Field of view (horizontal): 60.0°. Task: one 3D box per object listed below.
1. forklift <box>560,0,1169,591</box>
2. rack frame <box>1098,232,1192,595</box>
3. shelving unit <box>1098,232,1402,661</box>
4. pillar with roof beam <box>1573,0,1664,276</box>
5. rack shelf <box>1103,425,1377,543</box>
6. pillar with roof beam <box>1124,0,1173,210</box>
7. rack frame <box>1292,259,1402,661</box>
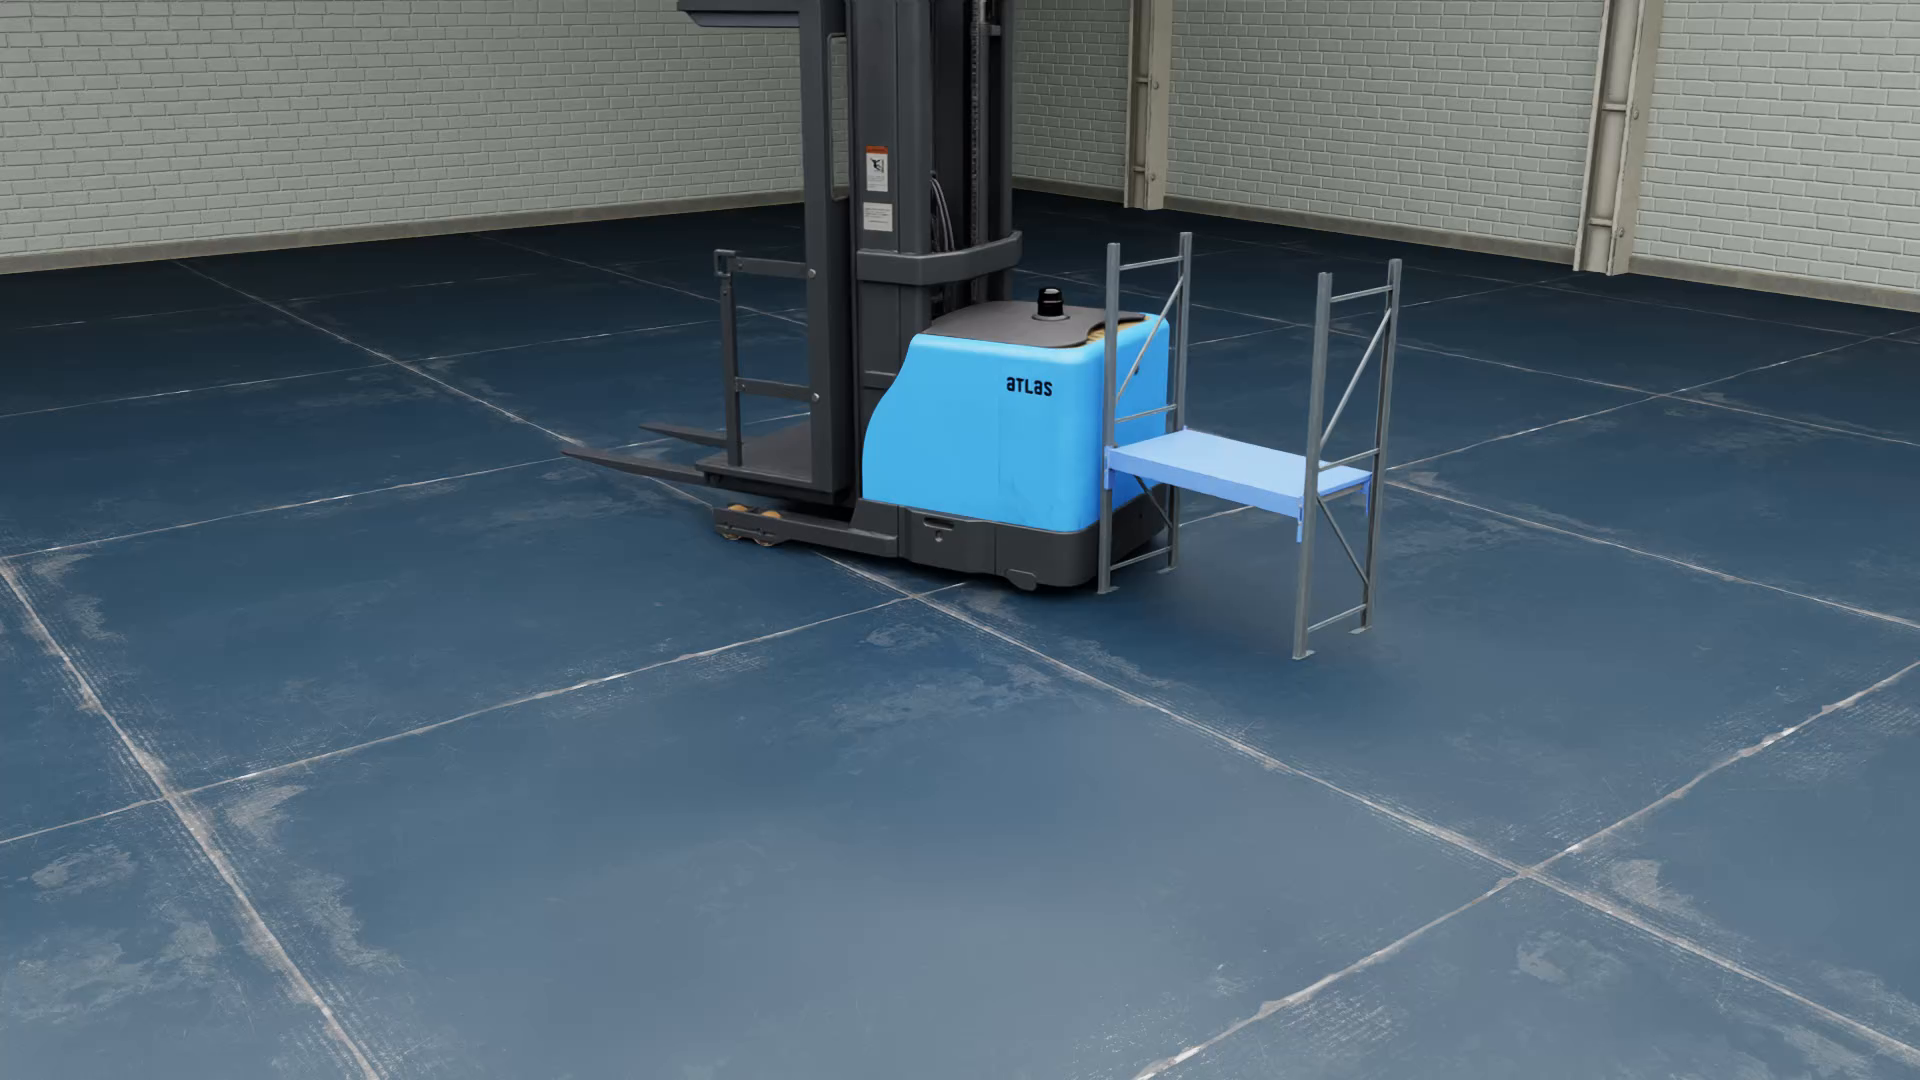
[{"bbox_3d":[-0.575,-1.491,7.703,3.031,2.935,1.130,10,21,28],"label":"forklift"},{"bbox_3d":[0.786,-0.532,7.082,0.500,1.500,0.032,-17,24,-41],"label":"rack frame"},{"bbox_3d":[1.135,-0.416,6.732,0.538,1.500,1.048,-17,24,-41],"label":"shelving unit"},{"bbox_3d":[2.546,-5.915,11.411,9.100,9.000,0.400,-14,23,-36],"label":"pillar with roof beam"},{"bbox_3d":[1.135,-0.245,6.788,0.538,0.185,1.000,-17,24,-41],"label":"rack shelf"},{"bbox_3d":[-1.179,-7.394,15.876,9.100,9.000,0.400,-14,23,-36],"label":"pillar with roof beam"},{"bbox_3d":[1.484,-0.300,6.381,0.500,1.500,0.032,-17,24,-41],"label":"rack frame"}]
